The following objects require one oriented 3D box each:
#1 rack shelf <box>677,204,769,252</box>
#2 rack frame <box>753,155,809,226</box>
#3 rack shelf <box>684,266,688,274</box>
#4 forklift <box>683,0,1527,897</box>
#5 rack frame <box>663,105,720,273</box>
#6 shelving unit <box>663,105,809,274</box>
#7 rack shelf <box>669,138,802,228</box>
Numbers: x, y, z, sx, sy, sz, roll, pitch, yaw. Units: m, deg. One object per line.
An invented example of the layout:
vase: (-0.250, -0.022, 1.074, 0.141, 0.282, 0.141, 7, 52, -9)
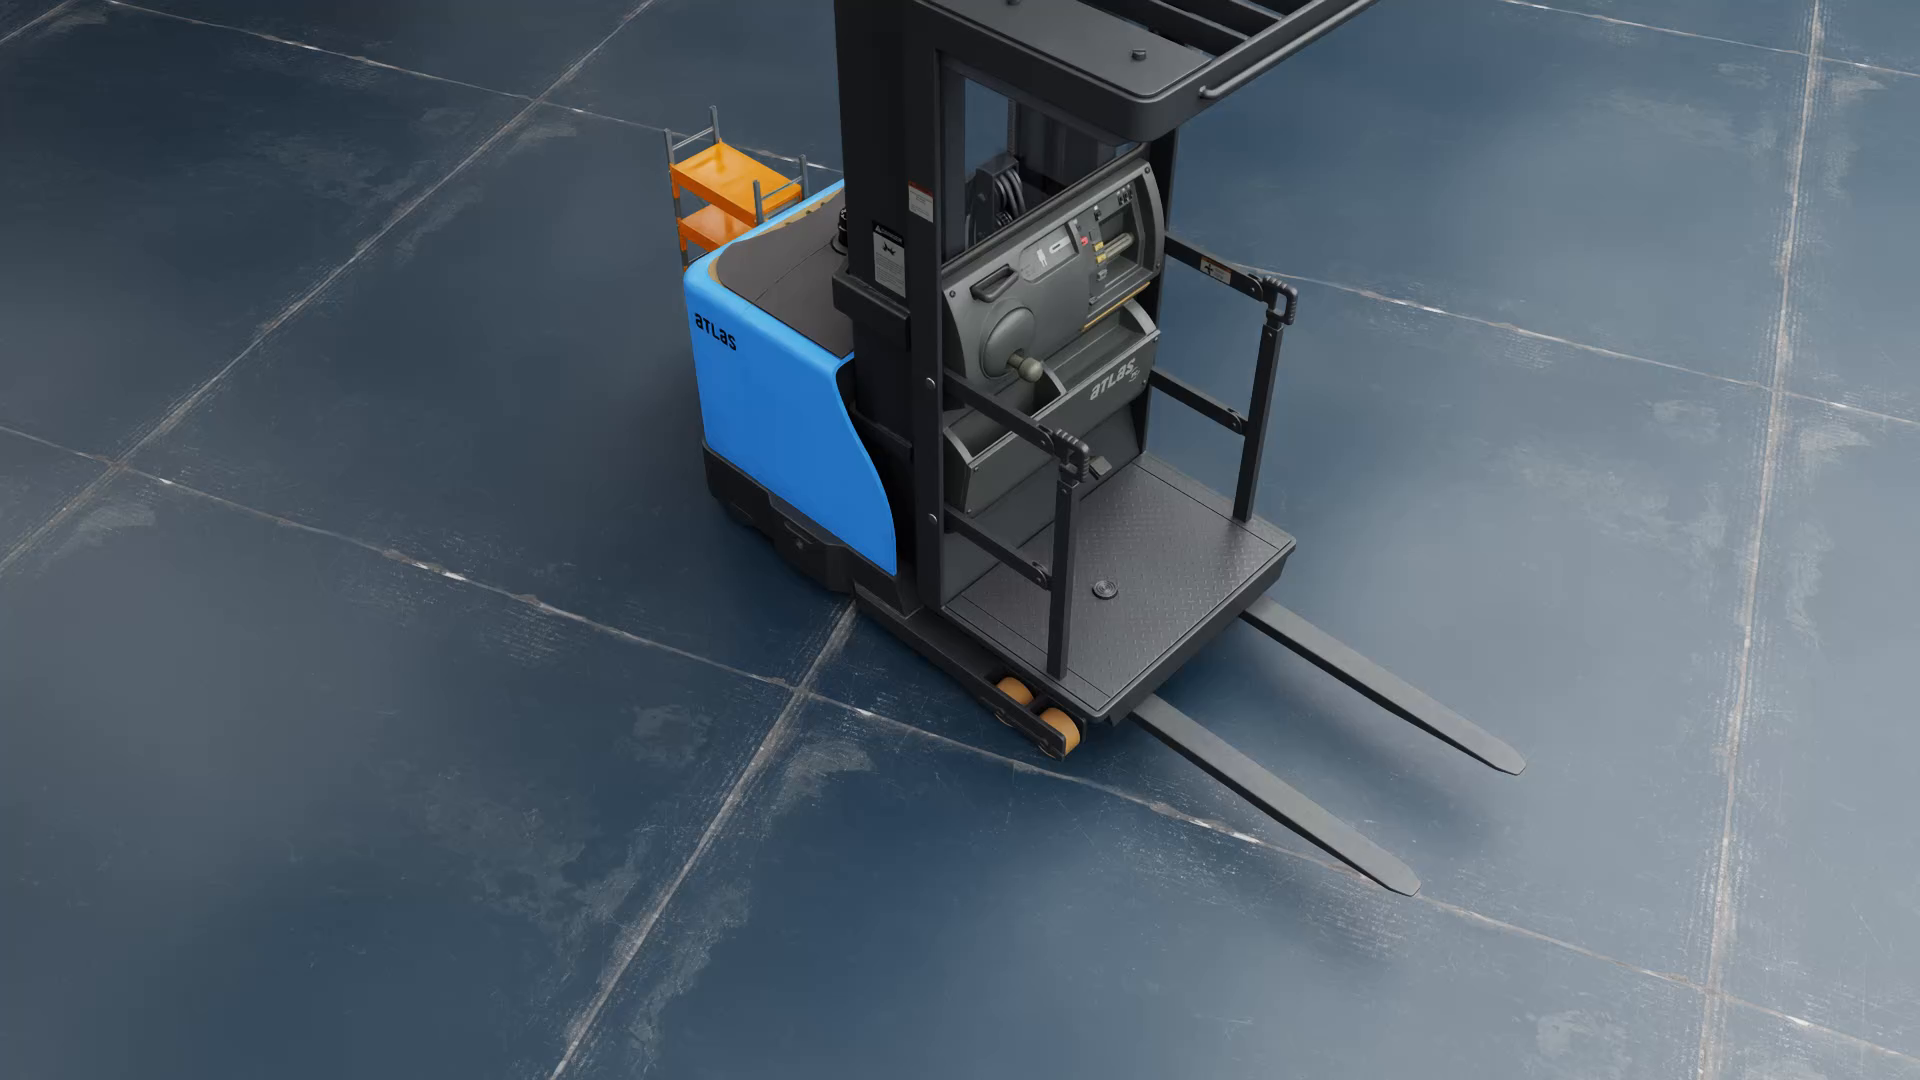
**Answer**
rack shelf: (-0.814, -1.115, 6.298, 0.480, 0.148, 0.258, 34, 54, 29)
rack frame: (-0.637, -0.886, 6.289, 0.015, 1.200, 0.240, 34, 54, 29)
rack shelf: (-0.814, -0.956, 6.456, 0.480, 0.148, 0.258, 34, 54, 29)
forklift: (0.454, -0.737, 4.913, 3.031, 2.935, 1.130, 34, 54, 29)
rack frame: (-0.992, -1.122, 6.527, 0.015, 1.200, 0.240, 34, 54, 29)
shelving unit: (-0.814, -1.004, 6.408, 0.503, 1.200, 0.258, 34, 54, 29)
rack shelf: (-0.814, -1.282, 6.131, 0.480, 0.148, 0.258, 34, 54, 29)
